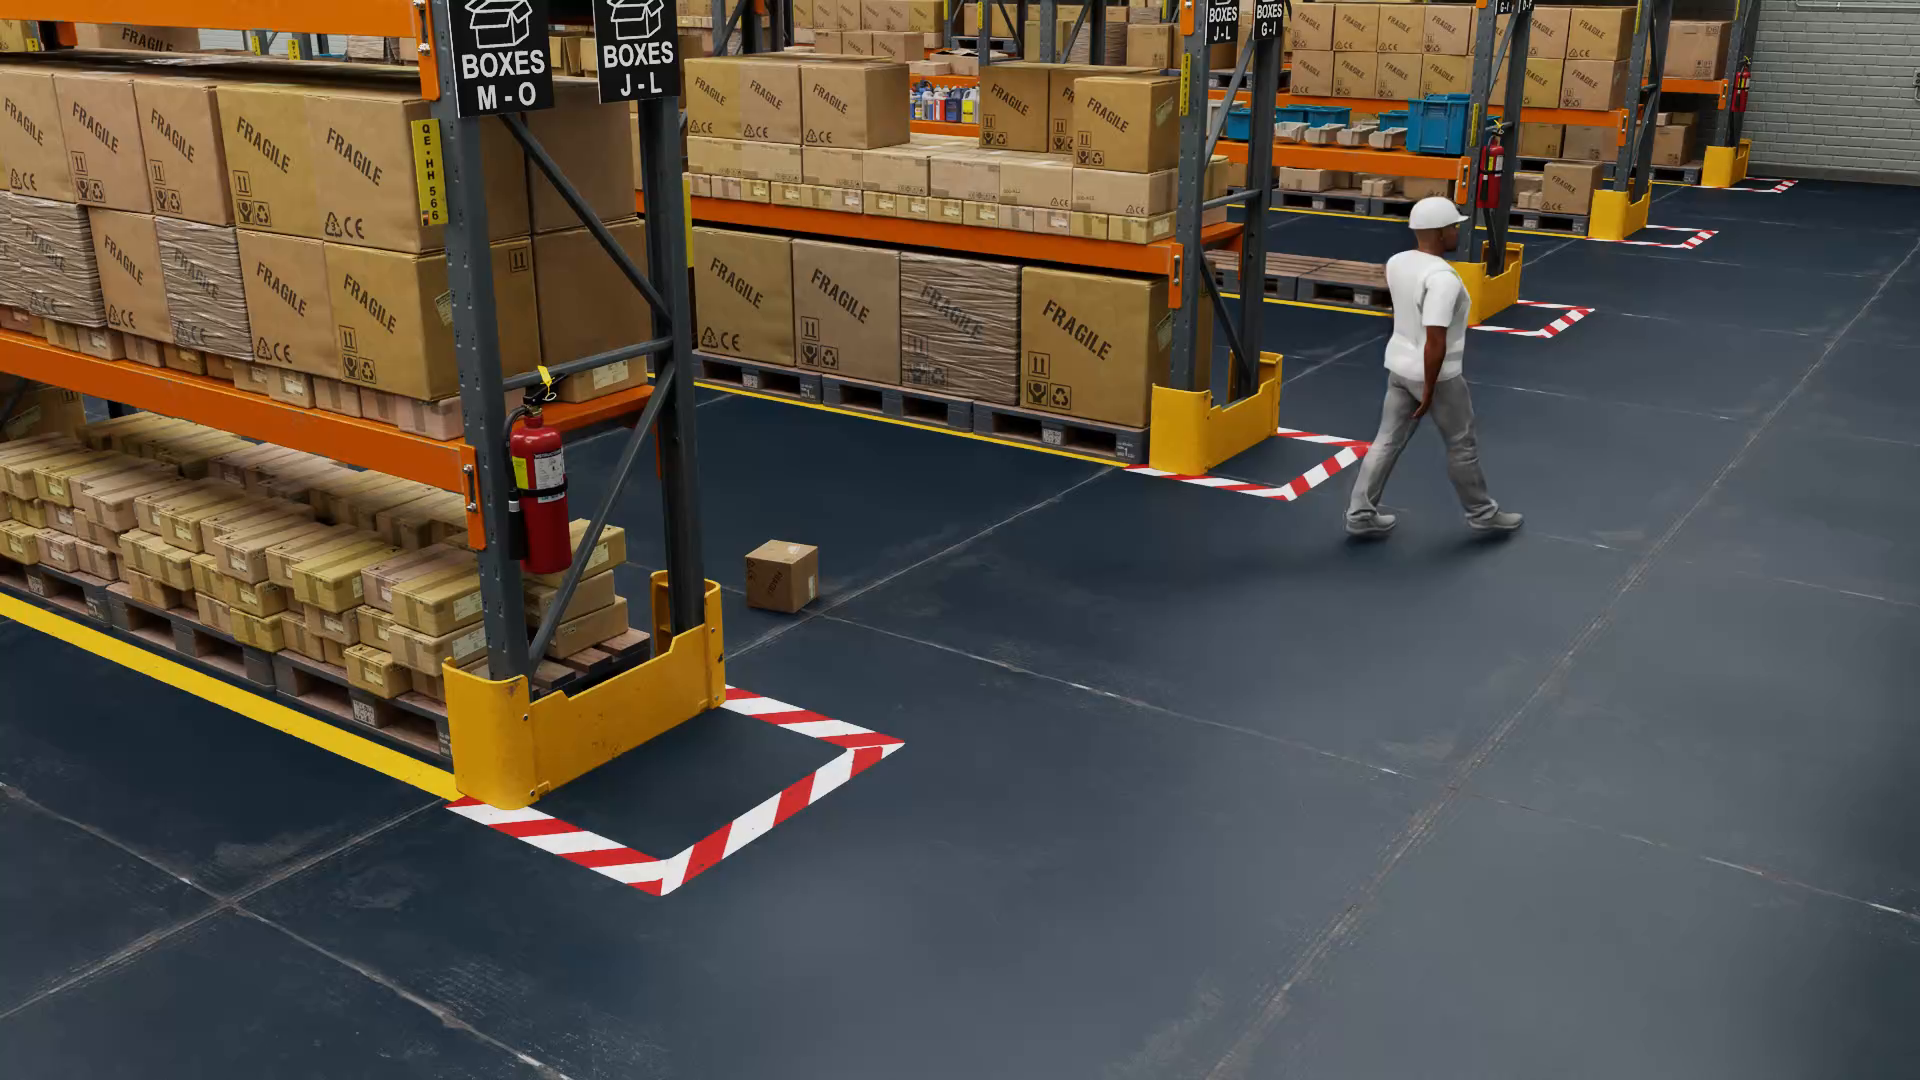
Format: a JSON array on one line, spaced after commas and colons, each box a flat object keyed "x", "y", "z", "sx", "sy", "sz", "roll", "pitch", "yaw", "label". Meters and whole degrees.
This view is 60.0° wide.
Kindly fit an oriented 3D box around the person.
[{"x": 2.455, "y": -0.883, "z": 8.453, "sx": 0.953, "sy": 1.719, "sz": 0.581, "roll": -7, "pitch": 21, "yaw": -18, "label": "person"}]
